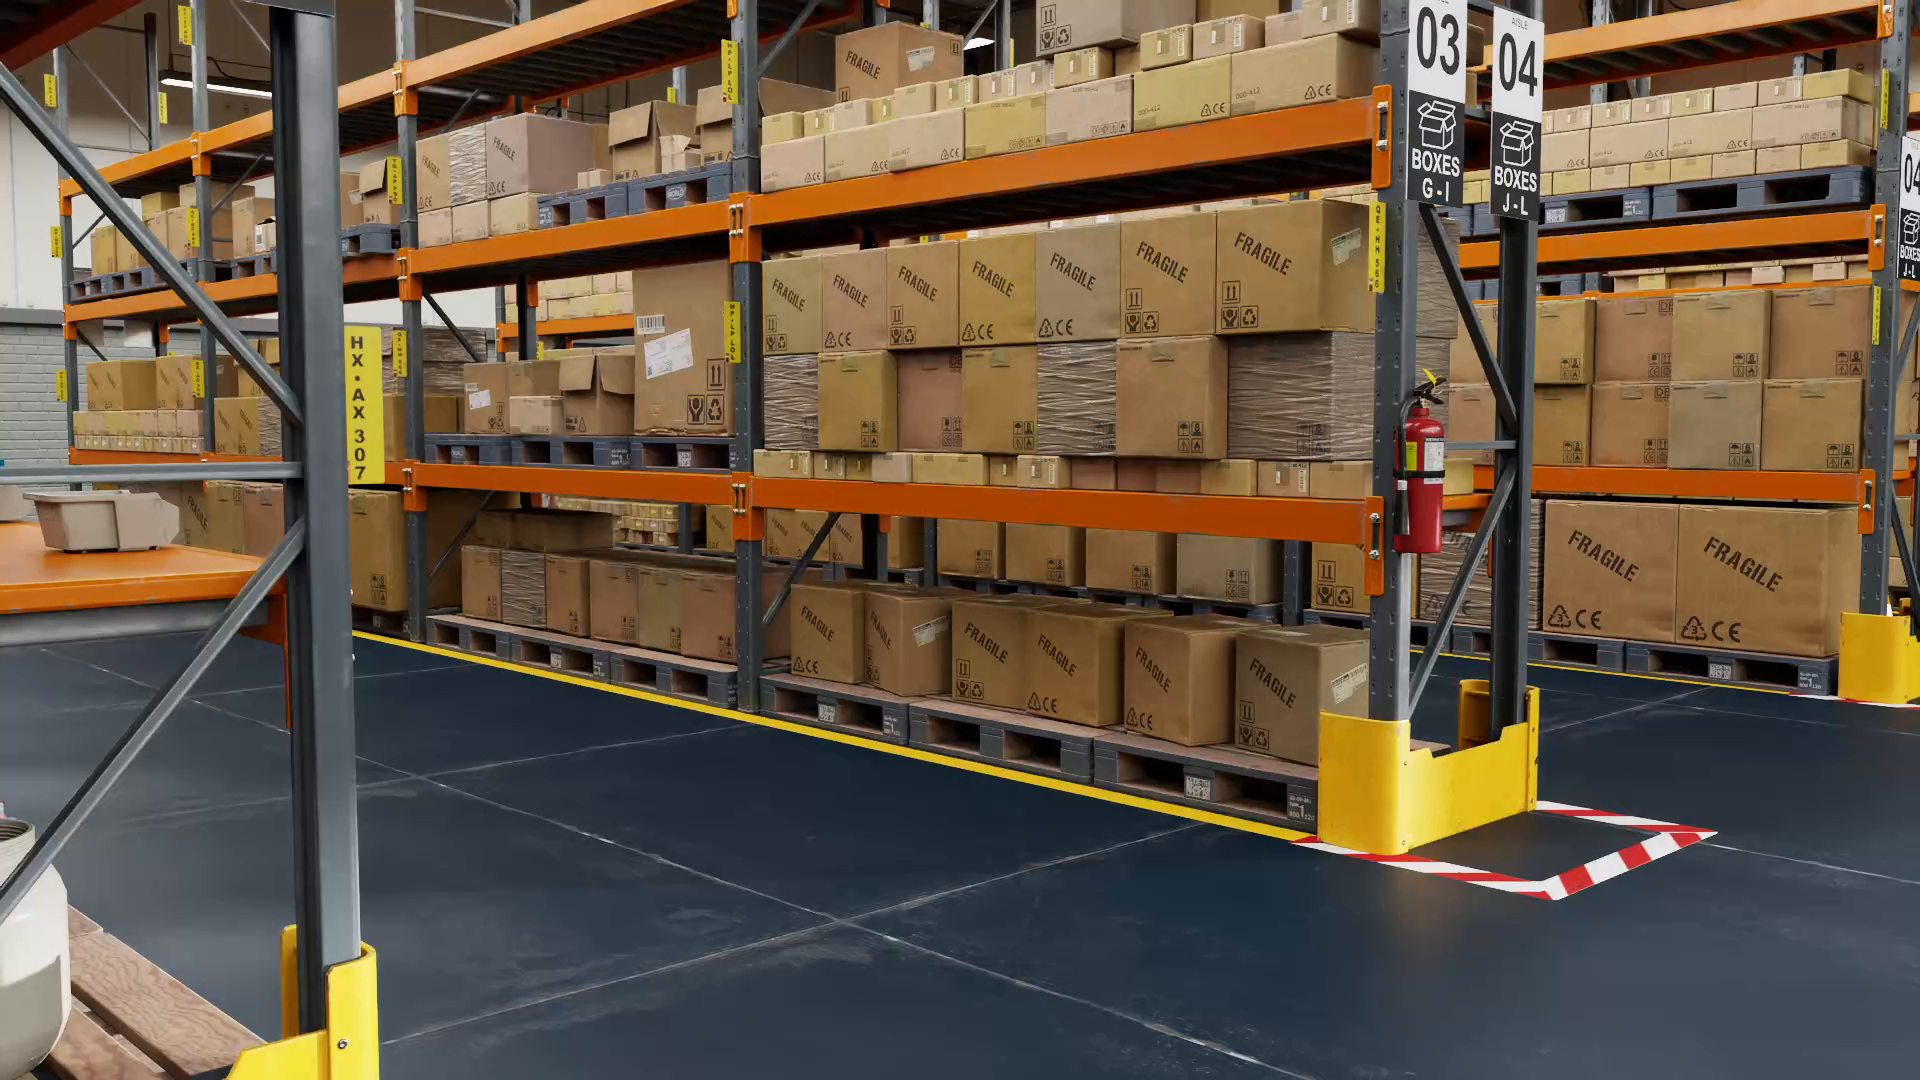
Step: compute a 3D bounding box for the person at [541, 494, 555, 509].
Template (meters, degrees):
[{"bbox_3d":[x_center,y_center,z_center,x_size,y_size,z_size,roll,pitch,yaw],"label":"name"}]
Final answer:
[{"bbox_3d":[-3.929,-0.322,15.312,0.780,1.496,0.436,4,6,41],"label":"person"}]
